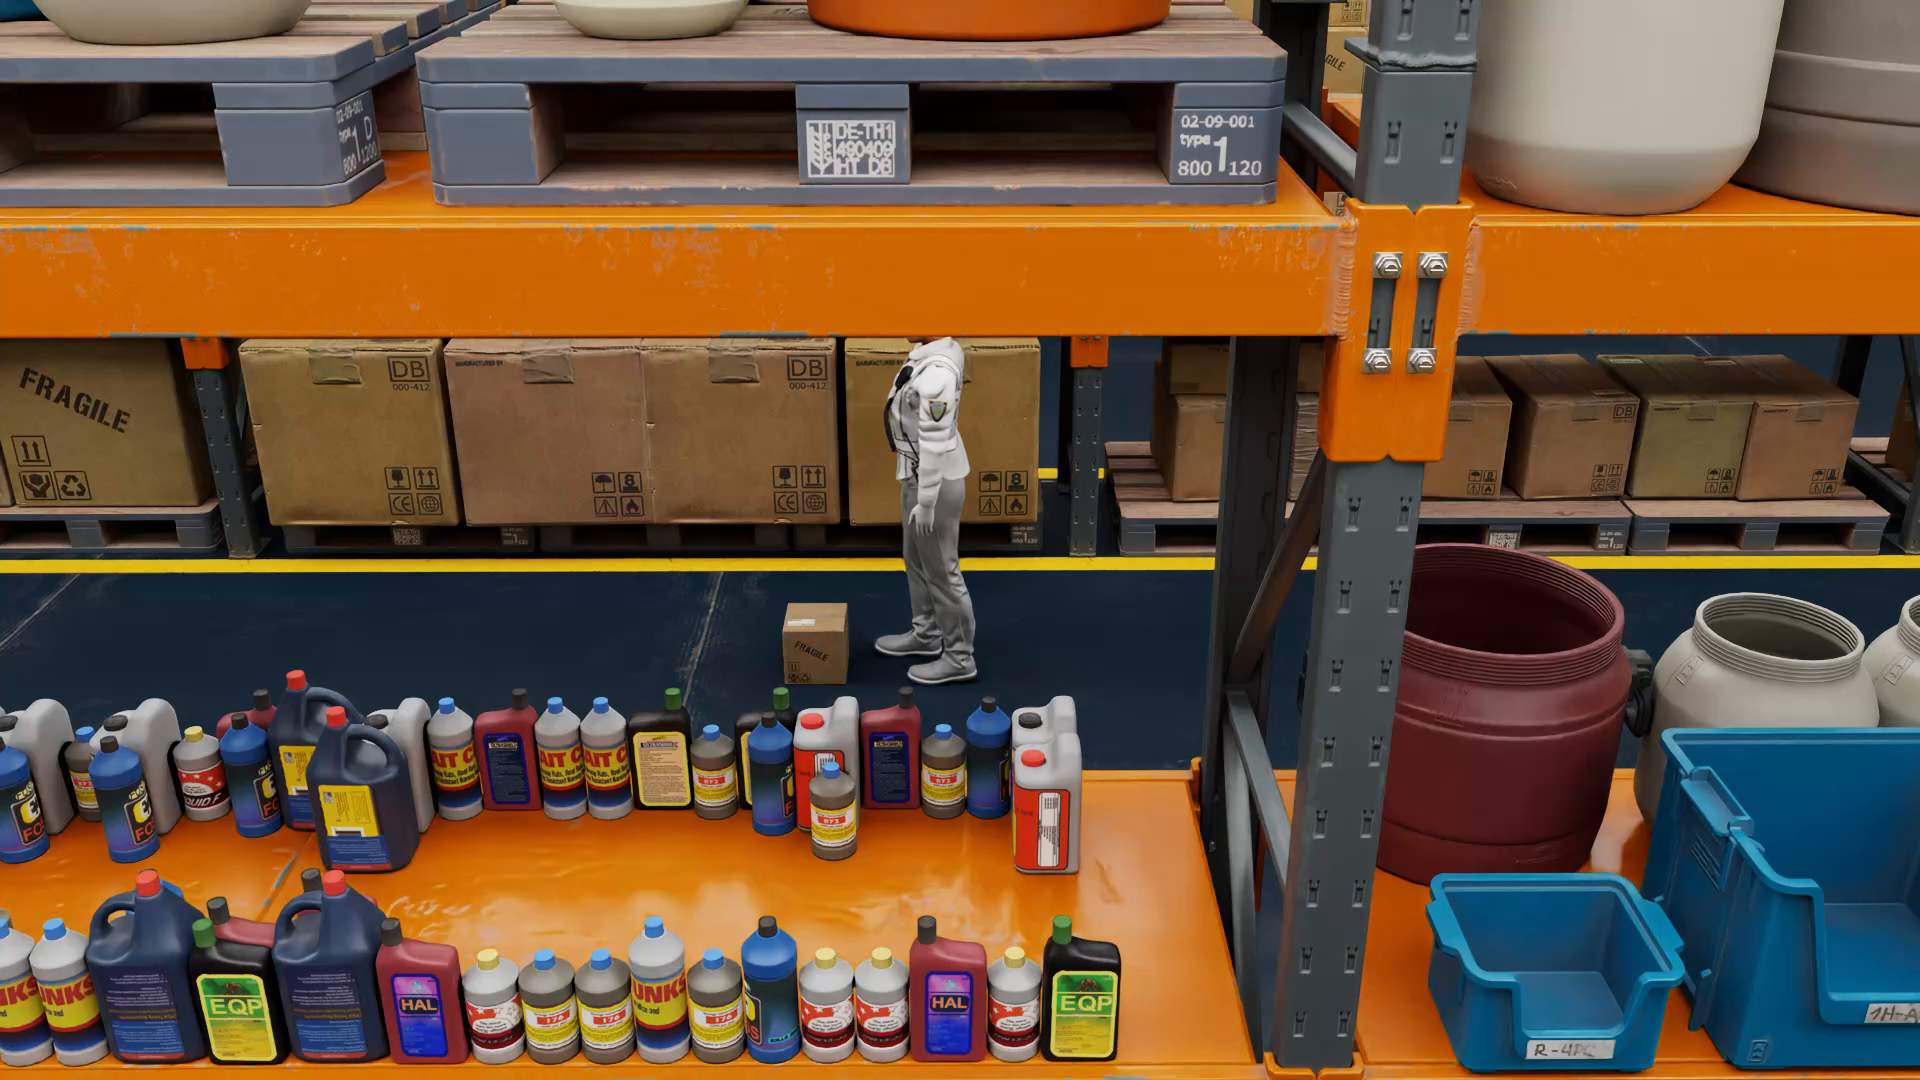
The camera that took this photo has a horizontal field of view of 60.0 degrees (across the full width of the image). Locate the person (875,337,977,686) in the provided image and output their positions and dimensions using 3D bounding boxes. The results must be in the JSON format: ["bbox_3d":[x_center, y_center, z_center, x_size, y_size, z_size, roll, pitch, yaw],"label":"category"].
[{"bbox_3d":[-0.146,-0.226,6.576,0.432,1.679,0.486,0,24,0],"label":"person"}]
